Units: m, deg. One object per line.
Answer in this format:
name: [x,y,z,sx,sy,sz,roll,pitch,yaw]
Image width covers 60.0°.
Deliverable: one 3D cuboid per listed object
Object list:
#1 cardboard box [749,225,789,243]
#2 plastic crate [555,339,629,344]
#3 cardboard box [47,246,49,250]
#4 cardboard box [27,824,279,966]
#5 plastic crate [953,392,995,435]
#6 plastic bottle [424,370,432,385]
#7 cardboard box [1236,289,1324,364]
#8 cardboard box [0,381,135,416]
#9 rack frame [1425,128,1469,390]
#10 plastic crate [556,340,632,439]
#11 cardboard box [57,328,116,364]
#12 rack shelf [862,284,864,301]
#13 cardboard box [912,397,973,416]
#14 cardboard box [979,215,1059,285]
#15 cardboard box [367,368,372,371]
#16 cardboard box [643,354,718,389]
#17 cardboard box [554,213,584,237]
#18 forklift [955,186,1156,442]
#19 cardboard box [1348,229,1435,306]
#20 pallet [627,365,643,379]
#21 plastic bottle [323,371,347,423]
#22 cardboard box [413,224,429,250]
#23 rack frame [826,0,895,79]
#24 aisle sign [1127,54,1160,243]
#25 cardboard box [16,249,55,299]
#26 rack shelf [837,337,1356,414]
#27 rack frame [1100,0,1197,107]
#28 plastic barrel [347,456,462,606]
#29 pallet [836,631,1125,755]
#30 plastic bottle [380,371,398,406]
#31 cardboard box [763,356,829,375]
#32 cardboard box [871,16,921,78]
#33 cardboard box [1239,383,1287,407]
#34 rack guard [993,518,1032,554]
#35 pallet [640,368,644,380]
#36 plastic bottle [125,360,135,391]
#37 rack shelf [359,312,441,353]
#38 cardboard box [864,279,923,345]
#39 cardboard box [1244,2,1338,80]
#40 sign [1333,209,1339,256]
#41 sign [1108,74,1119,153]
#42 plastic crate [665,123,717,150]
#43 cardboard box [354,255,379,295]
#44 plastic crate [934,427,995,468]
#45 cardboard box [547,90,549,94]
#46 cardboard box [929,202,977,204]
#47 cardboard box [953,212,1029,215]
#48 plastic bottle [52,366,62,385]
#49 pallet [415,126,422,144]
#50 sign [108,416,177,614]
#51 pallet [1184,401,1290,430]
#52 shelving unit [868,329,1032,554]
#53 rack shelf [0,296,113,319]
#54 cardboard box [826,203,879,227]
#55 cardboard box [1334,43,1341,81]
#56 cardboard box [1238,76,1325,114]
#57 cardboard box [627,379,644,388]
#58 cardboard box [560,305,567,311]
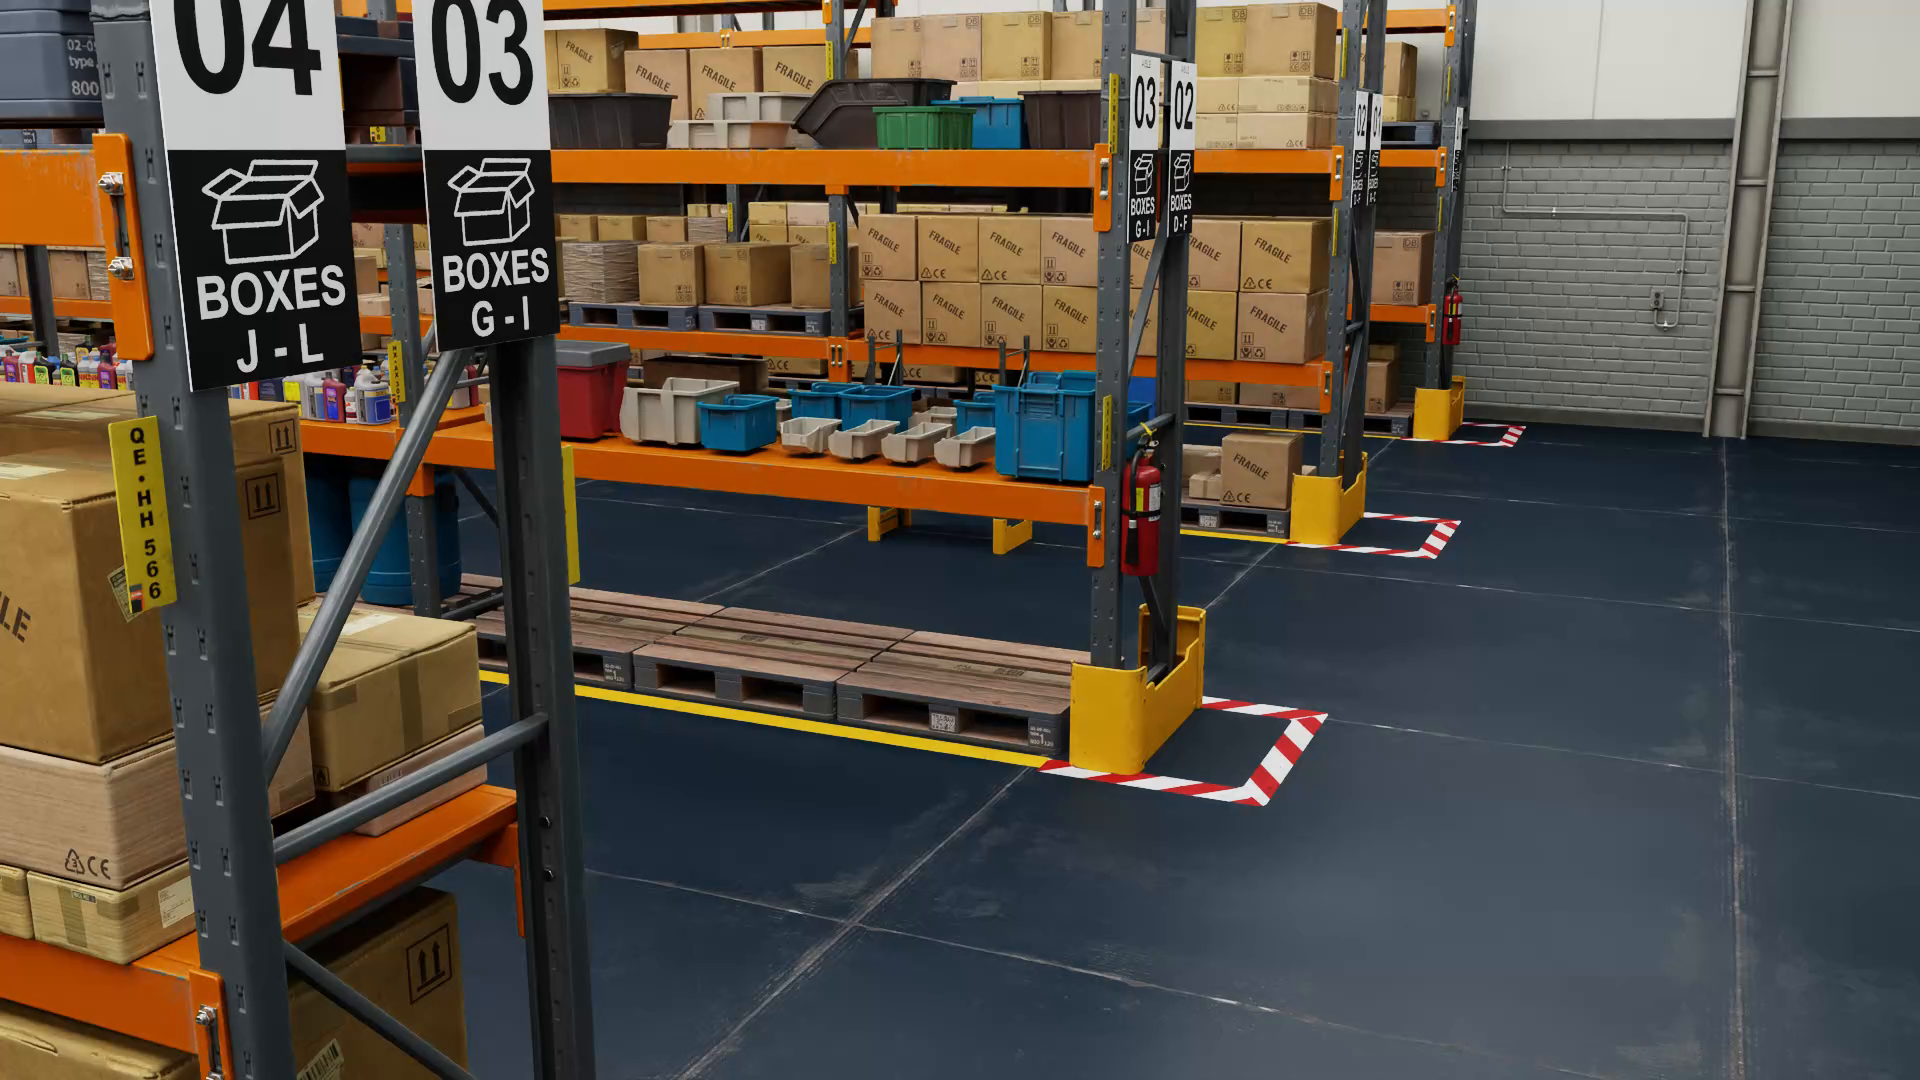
cardboard box: [-2.103,-3.425,19.371,0.500,0.500,0.500,6,15,25]
plastic crate: [-2.234,-0.930,9.556,0.575,0.384,0.392,6,14,23]
cardboard box: [-9.369,-3.095,17.238,0.250,0.149,0.380,6,14,23]
cardboard box: [-1.607,0.682,3.332,0.250,0.149,0.380,6,15,24]
plastic crate: [0.163,-0.611,8.527,0.300,0.233,0.416,6,14,23]
plastic bottle: [-3.197,-0.926,10.071,0.097,0.201,0.097,0,13,0]
cardboard box: [2.348,-1.578,12.195,0.500,0.500,0.500,6,15,25]
cardboard box: [-2.411,-0.107,4.179,0.500,0.500,0.500,5,14,22]
rack frame: [4.870,-2.580,16.683,0.127,3.000,1.000,6,14,23]
plastic crate: [-2.085,-0.806,8.852,0.583,0.464,0.402,6,14,23]
cardboard box: [-9.069,-1.932,17.380,0.500,0.500,0.500,6,14,23]
rack shelf: [-0.615,-2.785,19.131,4.000,0.370,1.077,6,14,23]
cardboard box: [-0.154,-0.919,14.113,0.500,0.500,0.500,6,14,23]
cardboard box: [0.469,-2.253,12.881,0.500,0.500,0.500,5,14,22]
cardboard box: [-5.964,-1.515,16.017,0.500,0.311,0.500,6,14,23]
cardboard box: [-2.506,-1.512,14.998,0.500,0.250,0.500,5,14,22]
cardboard box: [-5.142,-3.846,20.895,0.500,0.500,0.700,7,15,29]
forklift: [0.636,-2.415,16.130,3.031,2.935,1.130,11,17,40]
cardboard box: [4.400,-2.771,16.841,0.700,0.700,0.980,7,15,26]
pallet: [-4.269,-2.148,20.948,1.213,0.211,1.003,6,14,23]
plastic bottle: [-3.521,-0.805,9.373,0.133,0.283,0.061,6,14,23]
cardboard box: [-6.659,-3.971,21.255,0.500,0.500,0.500,6,14,23]
rack frame: [-0.790,-4.836,13.164,0.127,3.000,1.000,6,14,23]
aisle sign: [0.805,-1.708,7.278,0.004,0.787,0.394,6,14,23]
cardboard box: [-9.454,-2.838,17.566,0.500,0.500,0.700,6,14,24]
rack shelf: [1.039,-1.380,13.143,4.000,0.370,1.077,6,14,23]
rack frame: [0.858,-3.431,7.179,0.127,3.000,1.000,6,14,23]
plastic barrel: [-3.290,-0.117,9.863,0.708,0.901,0.600,6,14,23]
pallet: [0.119,0.763,8.543,1.213,0.211,1.003,6,14,23]
plastic bottle: [-3.436,-0.912,10.012,0.097,0.201,0.097,0,13,0]
cardboard box: [-1.825,-2.382,19.629,0.750,0.750,0.750,6,14,22]
cardboard box: [-0.330,-3.874,13.223,0.500,0.500,0.700,6,14,23]
cardboard box: [3.272,-1.704,17.503,0.500,0.500,0.700,5,14,21]
rack guard: [0.386,-0.083,12.060,0.087,0.250,0.587,6,14,23]
pallet: [-3.158,-2.035,20.466,1.213,0.211,1.003,6,14,23]
plastic bottle: [-4.924,-0.955,10.028,0.135,0.276,0.152,6,14,23]
rack shelf: [-6.276,-2.120,16.298,4.000,0.370,1.077,6,14,23]
cardboard box: [-0.434,-1.860,13.395,0.500,0.500,0.500,6,15,25]
cardboard box: [2.391,-3.585,11.992,0.500,0.500,0.700,6,14,23]
sign: [2.624,-2.148,11.618,0.005,0.325,0.100,6,14,23]
sign: [0.650,-1.804,7.038,0.005,0.325,0.100,6,14,23]
plastic crate: [-1.482,-2.174,8.967,0.466,0.136,0.293,6,14,23]
cardboard box: [-5.988,-2.486,16.063,0.500,0.500,0.500,5,14,20]
plastic crate: [0.039,-0.449,8.048,0.243,0.136,0.396,6,14,23]
cardboard box: [-3.568,-3.714,14.730,0.500,0.500,0.910,6,14,23]
cardboard box: [-0.043,-3.708,18.934,0.500,0.250,0.500,5,14,21]
cardboard box: [0.247,-2.411,13.555,0.500,0.500,0.500,5,14,22]
plastic bottle: [-5.552,-0.975,10.278,0.097,0.201,0.097,0,13,0]
pallet: [-5.104,-3.698,15.294,1.003,0.211,1.213,7,15,26]
sign: [-1.381,-0.043,2.819,0.005,0.325,0.100,6,14,23]
pallet: [2.996,-1.393,17.730,1.213,0.211,1.003,6,14,23]
shelving unit: [-0.070,-0.737,12.114,1.083,1.500,0.587,6,14,23]
rack shelf: [-9.933,-2.490,17.875,4.000,0.370,1.077,6,14,23]
cardboard box: [-1.183,-3.697,18.891,0.500,0.250,0.500,6,14,24]
cardboard box: [3.638,-4.645,16.465,0.500,0.500,0.500,6,15,25]
cardboard box: [2.294,-3.170,11.865,0.500,0.250,0.500,6,14,23]
cardboard box: [-3.024,-1.197,15.298,0.500,0.500,0.500,5,14,21]
cardboard box: [-5.017,-2.948,21.119,0.500,0.250,0.500,5,14,22]
